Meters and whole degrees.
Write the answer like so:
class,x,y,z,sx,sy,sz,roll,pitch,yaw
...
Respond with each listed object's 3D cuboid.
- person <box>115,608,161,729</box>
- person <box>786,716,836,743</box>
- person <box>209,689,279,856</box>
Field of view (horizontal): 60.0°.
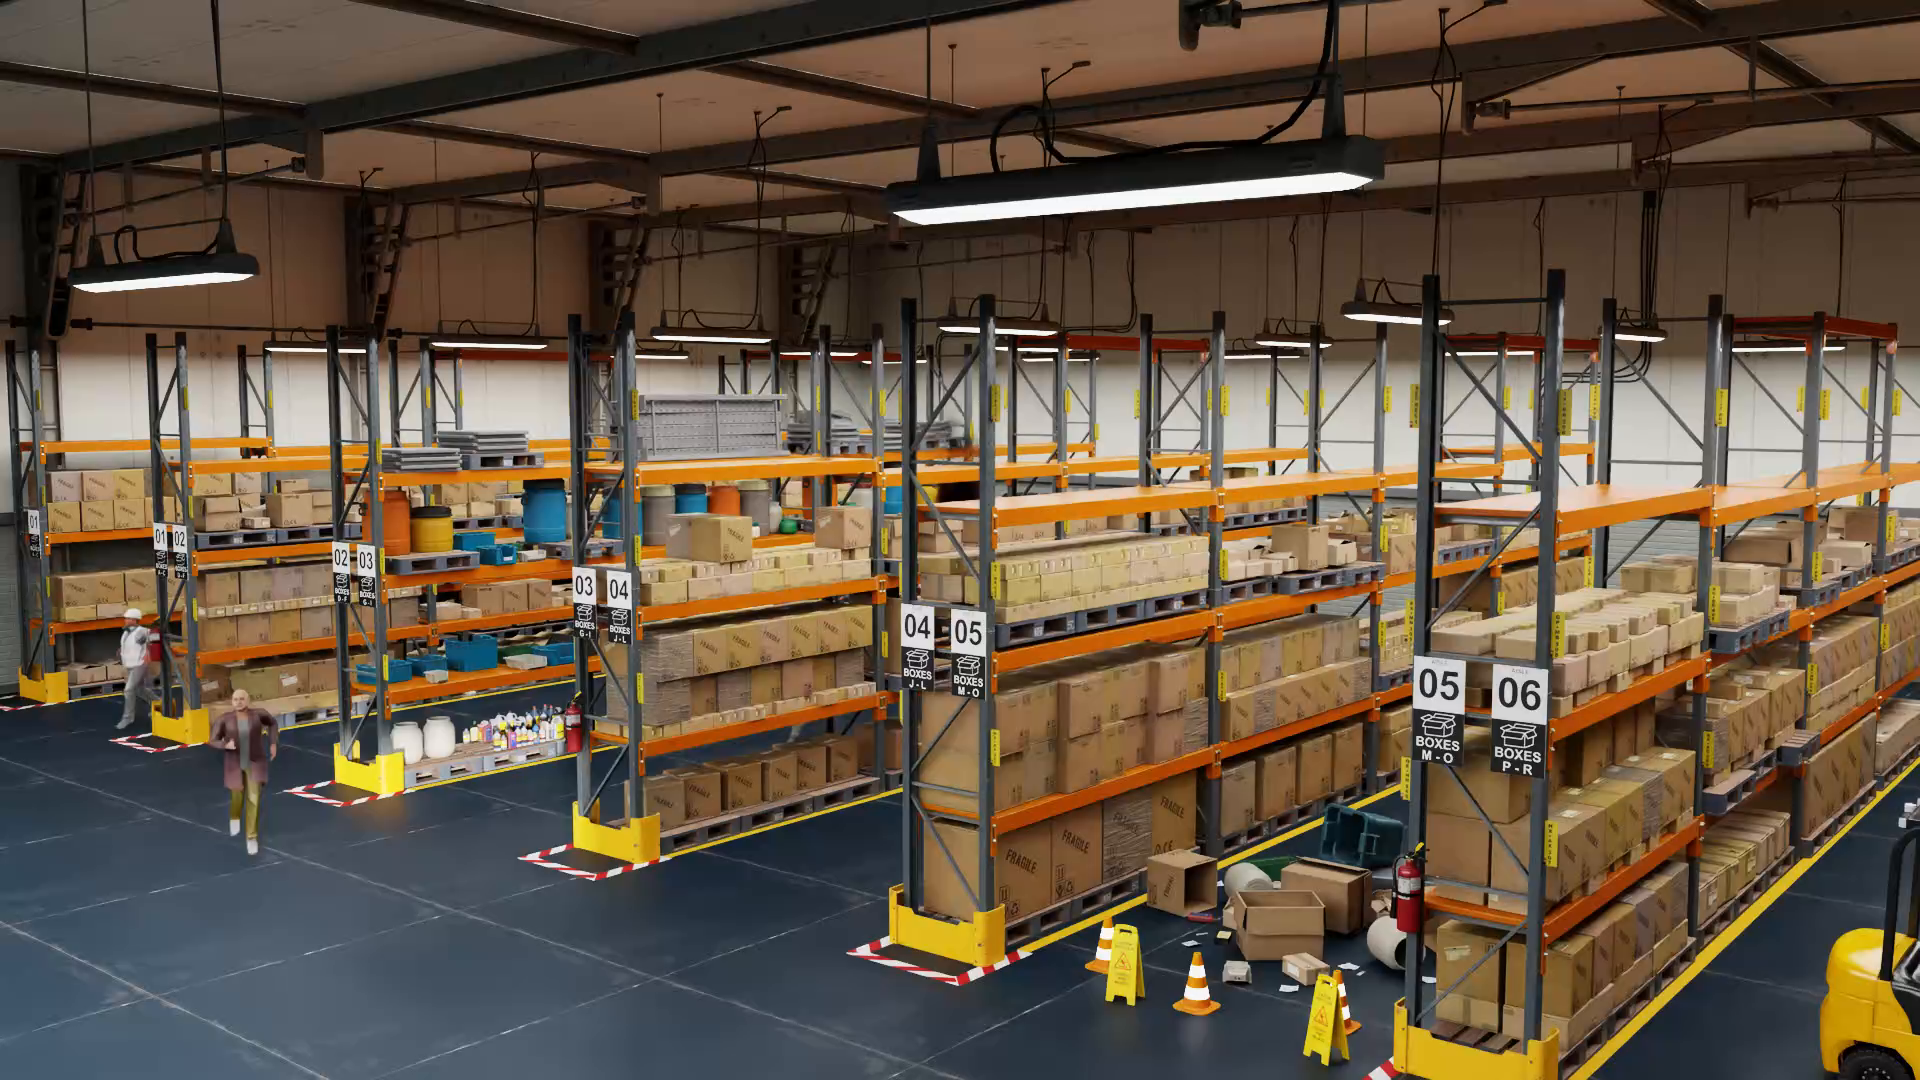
class,x,y,z,sx,sy,sz,roll,pitch,yaw
person,-12.735,1.954,25.738,0.708,1.801,0.914,3,6,34
person,-2.075,1.931,22.861,0.662,1.828,0.923,3,6,31
person,-8.114,2.579,18.883,0.726,1.816,1.042,-2,5,-20
